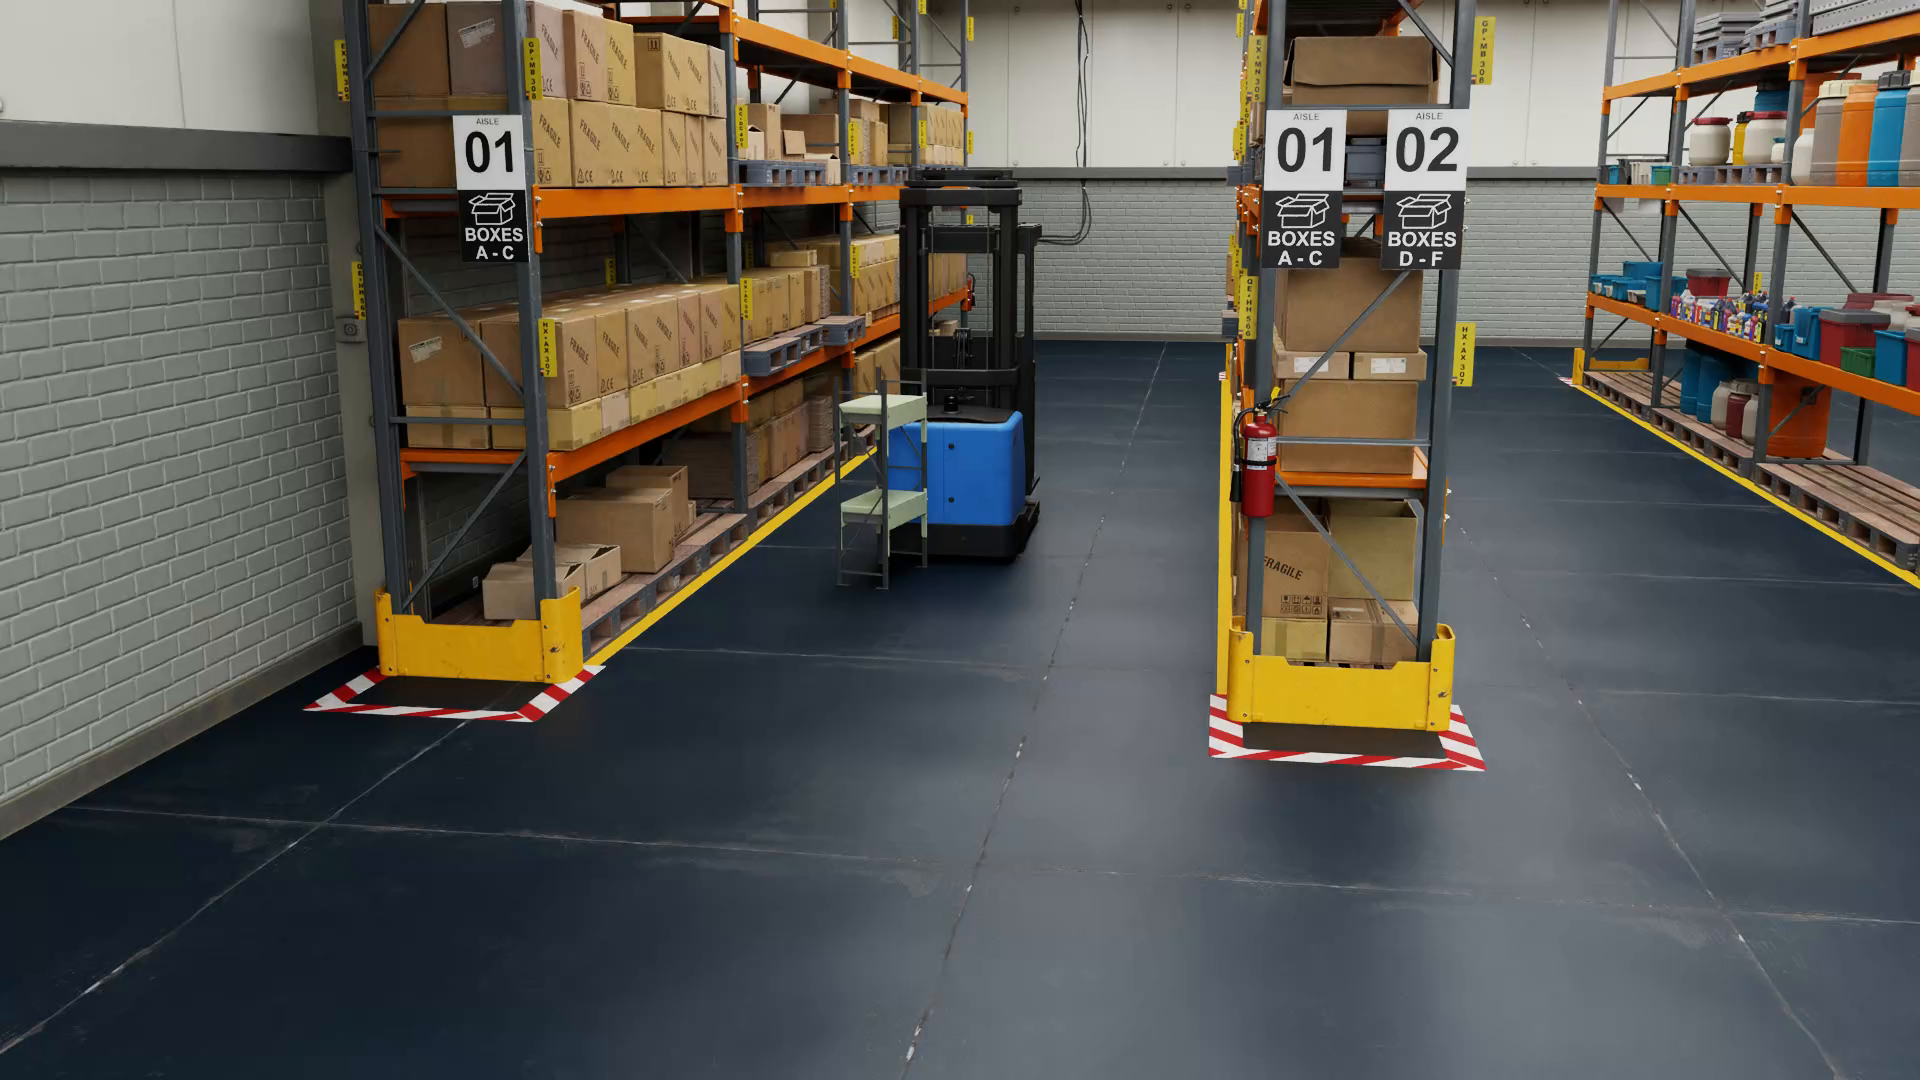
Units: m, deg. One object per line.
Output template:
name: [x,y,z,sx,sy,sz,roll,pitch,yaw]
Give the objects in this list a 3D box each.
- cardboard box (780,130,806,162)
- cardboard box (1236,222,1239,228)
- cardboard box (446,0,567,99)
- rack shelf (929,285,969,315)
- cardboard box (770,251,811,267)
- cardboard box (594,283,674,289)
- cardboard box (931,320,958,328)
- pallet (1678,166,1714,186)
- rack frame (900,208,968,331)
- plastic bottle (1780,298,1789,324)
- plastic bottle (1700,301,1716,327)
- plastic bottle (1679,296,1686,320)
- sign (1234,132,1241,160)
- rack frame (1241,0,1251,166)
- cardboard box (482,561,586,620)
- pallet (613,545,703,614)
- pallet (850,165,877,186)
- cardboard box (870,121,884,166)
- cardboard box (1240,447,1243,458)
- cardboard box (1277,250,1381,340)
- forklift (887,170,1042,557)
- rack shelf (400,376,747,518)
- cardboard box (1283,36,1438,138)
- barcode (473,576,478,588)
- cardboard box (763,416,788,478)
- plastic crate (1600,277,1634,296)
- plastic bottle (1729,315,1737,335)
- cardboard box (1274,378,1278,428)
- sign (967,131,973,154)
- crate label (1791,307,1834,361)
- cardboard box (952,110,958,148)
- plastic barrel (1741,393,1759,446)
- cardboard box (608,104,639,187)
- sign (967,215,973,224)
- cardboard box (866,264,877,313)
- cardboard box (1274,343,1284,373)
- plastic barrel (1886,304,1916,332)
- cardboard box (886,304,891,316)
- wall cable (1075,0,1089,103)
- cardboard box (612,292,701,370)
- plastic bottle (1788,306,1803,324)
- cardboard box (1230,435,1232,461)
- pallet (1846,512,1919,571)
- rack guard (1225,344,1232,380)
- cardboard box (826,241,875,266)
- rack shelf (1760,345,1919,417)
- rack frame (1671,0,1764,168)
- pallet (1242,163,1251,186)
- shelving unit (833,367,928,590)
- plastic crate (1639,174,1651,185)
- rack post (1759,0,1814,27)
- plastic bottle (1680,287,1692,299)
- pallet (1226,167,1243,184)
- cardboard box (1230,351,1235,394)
cardboard box: [-1.910,-3.596,15.649,0.797,0.503,0.637,4,13,17]
cardboard box: [4.023,-4.083,22.709,0.500,0.500,0.500,2,12,9]
cardboard box: [-2.551,-2.757,9.390,0.500,0.500,0.500,1,12,5]
rack shelf: [-0.697,-3.234,23.088,1.077,0.370,4.000,2,12,9]
cardboard box: [-1.678,-2.778,16.440,0.380,0.149,0.250,0,12,-1]
cardboard box: [-2.513,-1.716,12.865,0.500,0.500,0.500,2,12,7]
cardboard box: [-0.238,-3.121,24.252,0.380,0.149,0.250,2,12,8]
pallet: [8.761,-4.056,18.522,1.213,0.211,1.003,2,12,9]
rack frame: [-0.389,-4.002,24.944,1.000,3.000,0.127,2,12,9]
plastic bottle: [8.626,-2.370,17.487,0.144,0.351,0.185,2,12,9]
plastic bottle: [8.159,-2.463,18.095,0.152,0.276,0.135,2,12,9]
plastic bottle: [8.272,-2.650,18.977,0.097,0.271,0.097,0,12,0]
sign: [3.354,-4.745,20.042,0.100,0.325,0.005,2,12,9]
rack frame: [3.891,-5.942,19.707,1.000,3.000,0.127,2,12,9]
cardboard box: [-2.655,0.287,10.380,0.500,0.311,0.500,0,12,2]
pallet: [-2.488,0.255,11.810,1.003,0.211,1.213,2,12,9]
pallet: [-1.573,-3.846,17.550,1.213,0.211,1.003,2,12,11]
cardboard box: [-1.270,-4.602,19.326,0.700,0.500,0.500,2,12,8]
cardboard box: [2.211,-0.381,11.893,0.500,0.500,0.500,2,12,9]
cardboard box: [2.214,-1.412,9.609,0.700,0.500,0.500,2,12,7]
forklift: [0.088,-1.564,13.794,1.130,2.935,3.031,2,12,8]
rack shelf: [-2.542,-0.736,11.496,1.077,0.370,4.000,2,12,9]
cardboard box: [2.138,-2.422,8.916,0.797,0.503,0.637,3,12,13]
barcode: [-3.047,0.266,10.457,0.001,0.075,0.075,2,12,9]
cardboard box: [-1.990,-0.865,15.276,0.700,0.500,0.500,2,12,9]
plastic crate: [8.936,-3.451,22.641,0.416,0.233,0.300,2,12,9]
plastic bottle: [7.971,-2.210,17.098,0.097,0.201,0.097,0,12,0]
cardboard box: [2.288,-0.870,10.173,0.700,0.500,0.500,2,12,9]
sign: [0.145,-5.842,24.448,0.100,0.325,0.005,2,12,9]
crate label: [7.750,-1.835,14.804,0.502,0.435,0.616,2,12,9]
cardboard box: [-0.320,-5.751,23.280,0.500,0.500,0.500,2,12,10]
plastic barrel: [8.227,-1.228,16.979,0.421,0.512,0.421,0,12,0]
cardboard box: [-2.358,-2.477,10.461,0.500,0.500,0.500,2,12,11]
sign: [0.145,-4.663,24.702,0.100,0.325,0.005,2,12,9]
cardboard box: [-1.202,-2.742,18.107,0.500,0.500,0.500,2,12,11]
cardboard box: [1.955,-1.018,9.319,0.380,0.149,0.250,2,12,10]
plastic barrel: [8.158,-1.762,14.282,0.421,0.512,0.421,0,12,0]
cardboard box: [-1.015,-2.714,19.515,0.380,0.149,0.250,2,12,7]
wall cable: [3.507,-8.964,29.109,3.097,2.526,0.112,2,12,9]
cardboard box: [-2.161,-1.490,11.816,0.500,0.500,0.500,2,12,7]
plastic bottle: [8.769,-2.323,17.449,0.152,0.276,0.135,2,12,9]
cardboard box: [2.829,-0.834,15.773,0.500,0.250,0.500,2,12,7]
pallet: [7.637,0.015,12.921,1.003,0.211,1.213,2,12,9]
rack guard: [4.495,-2.605,24.392,1.175,0.500,0.348,2,12,9]
cardboard box: [-1.213,-3.105,18.012,0.500,0.250,0.500,2,12,8]
rack shelf: [7.862,-1.248,13.871,1.077,0.370,4.000,2,12,9]
rack frame: [8.785,-5.781,18.958,1.000,3.000,0.127,2,12,9]
pallet: [3.260,-3.407,15.510,1.213,0.211,1.003,2,12,11]
shelving unit: [-0.567,-0.467,12.099,0.431,1.500,0.755,5,13,21]
plastic crate: [8.604,-4.463,20.588,0.293,0.136,0.466,2,12,9]
rack post: [8.241,-5.064,15.809,0.954,0.300,0.937,2,12,9]
plastic bottle: [8.404,-2.753,19.265,0.144,0.351,0.185,2,12,9]
pallet: [3.721,-4.251,19.423,1.213,0.211,1.003,2,12,9]
cardboard box: [3.698,-2.131,21.149,0.500,0.500,0.500,2,12,9]
